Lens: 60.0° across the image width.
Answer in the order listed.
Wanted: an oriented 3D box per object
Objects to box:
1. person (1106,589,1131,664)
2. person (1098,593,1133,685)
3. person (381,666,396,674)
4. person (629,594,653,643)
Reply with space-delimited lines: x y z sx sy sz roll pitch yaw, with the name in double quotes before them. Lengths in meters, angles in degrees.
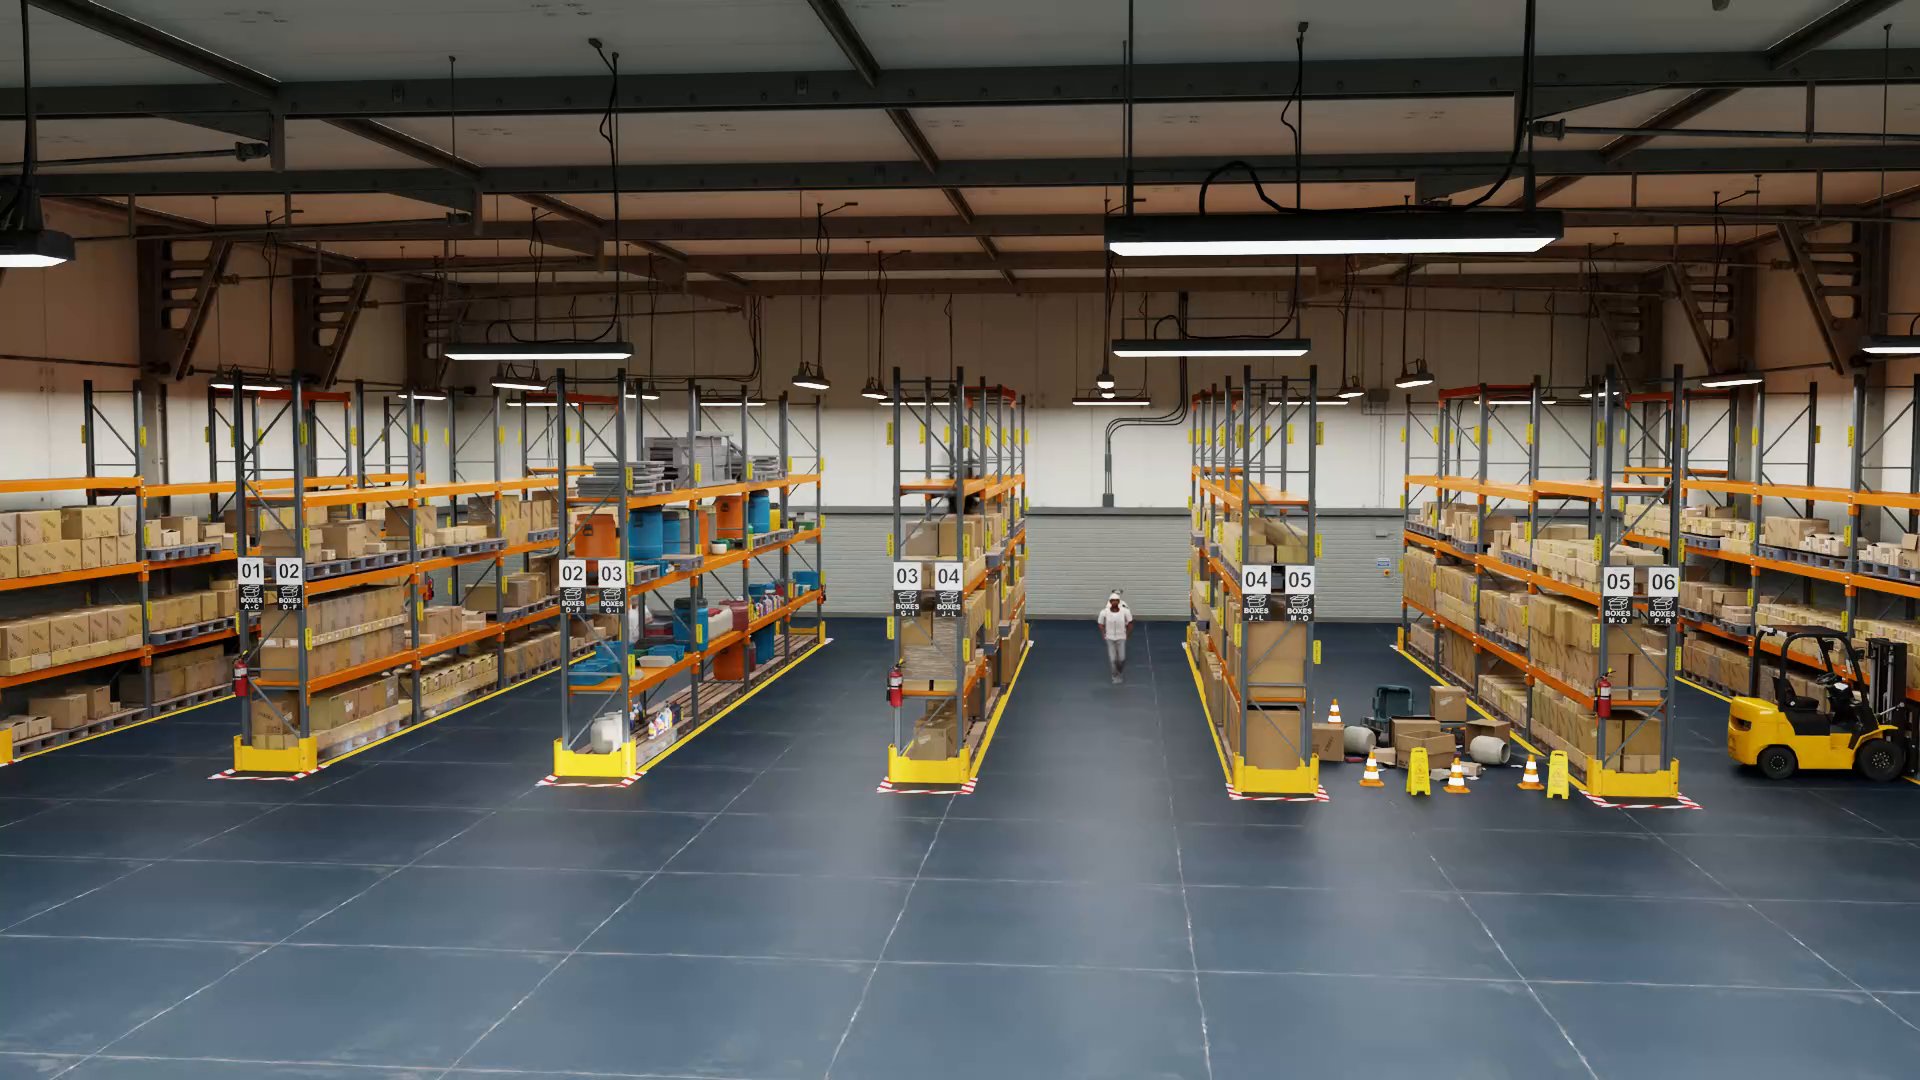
"person" 3.490 1.893 36.794 0.615 1.658 0.620 0 4 -3
"person" 2.951 1.891 31.539 0.674 1.754 0.536 0 4 4
"person" -11.963 2.036 34.698 0.581 1.702 0.814 0 4 0
"person" -6.665 1.993 34.411 0.675 1.845 0.775 1 4 9
